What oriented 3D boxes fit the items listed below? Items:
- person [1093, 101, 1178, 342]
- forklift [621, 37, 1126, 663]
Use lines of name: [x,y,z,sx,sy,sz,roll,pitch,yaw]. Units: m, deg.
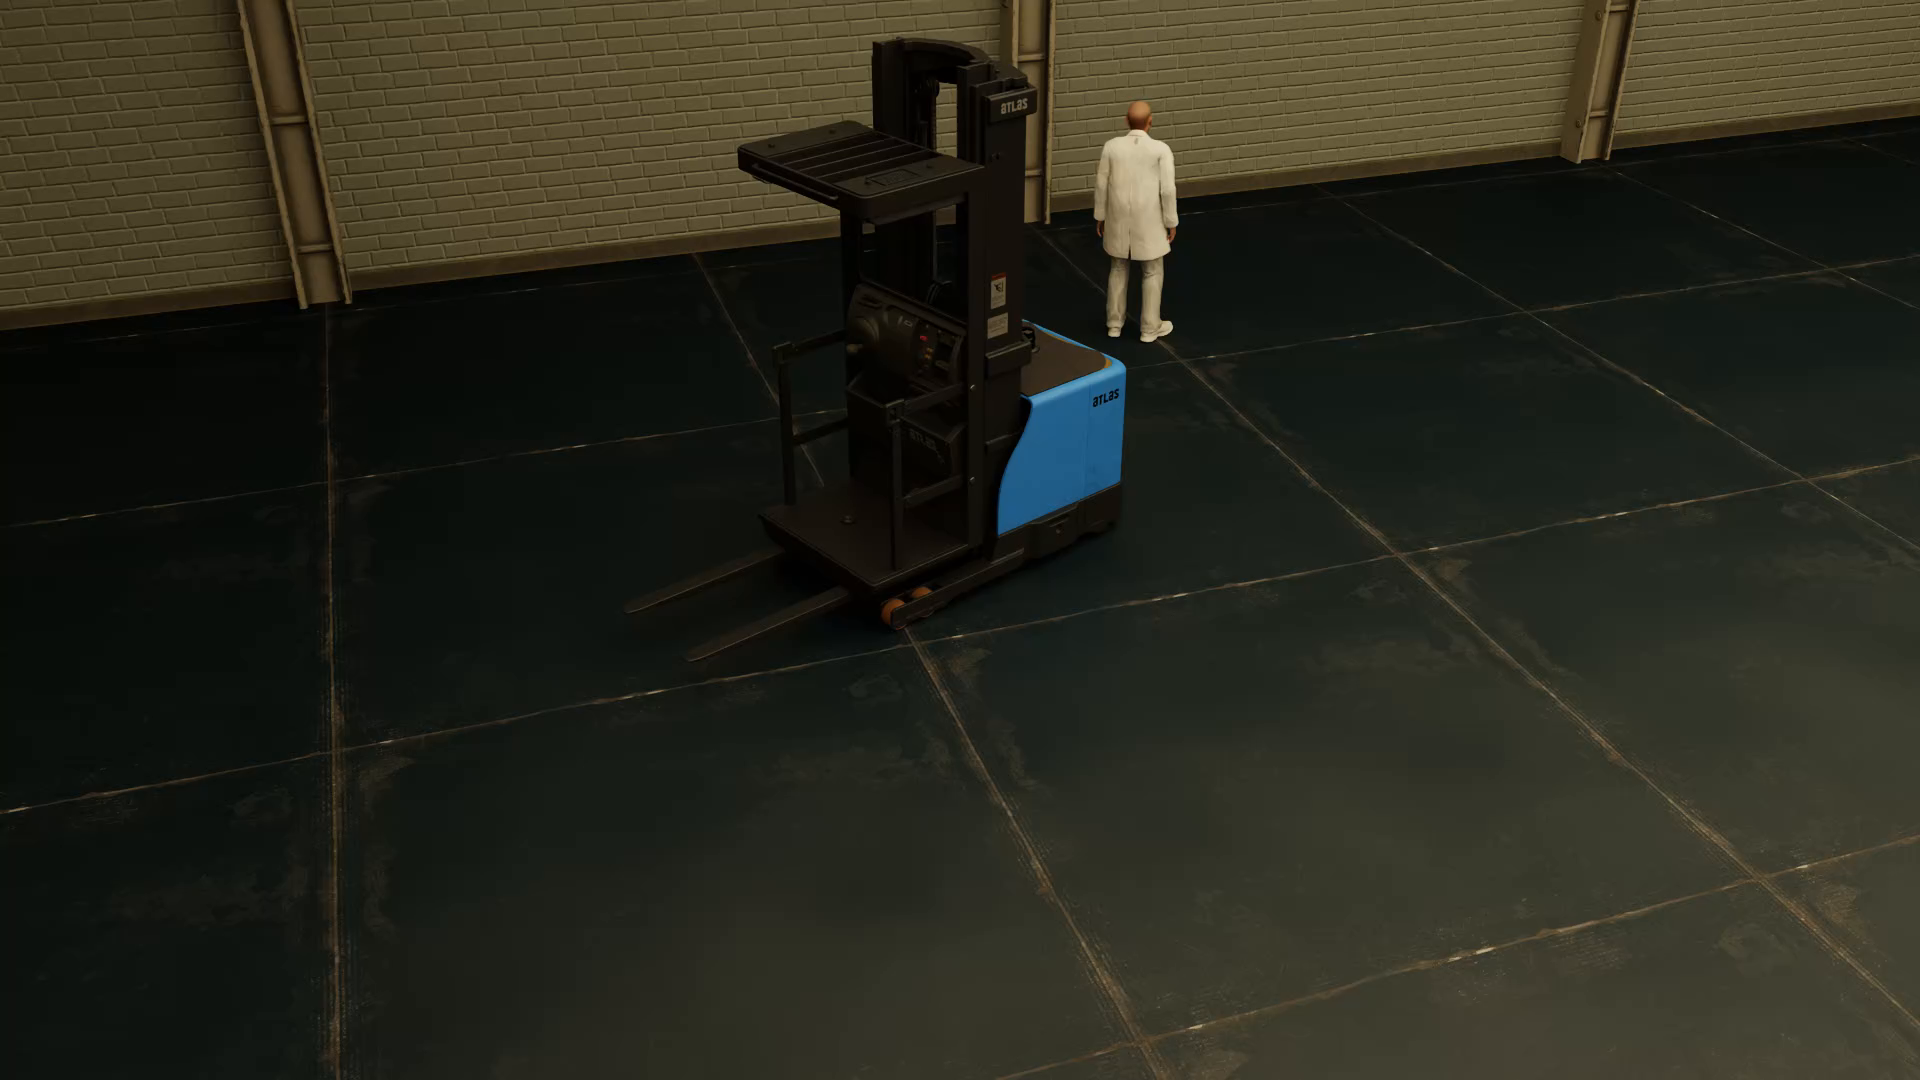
person: [1.304,-2.363,12.357,0.645,1.772,0.436,11,32,18]
forklift: [-0.461,-1.072,8.951,3.031,2.935,1.130,-23,37,-34]
